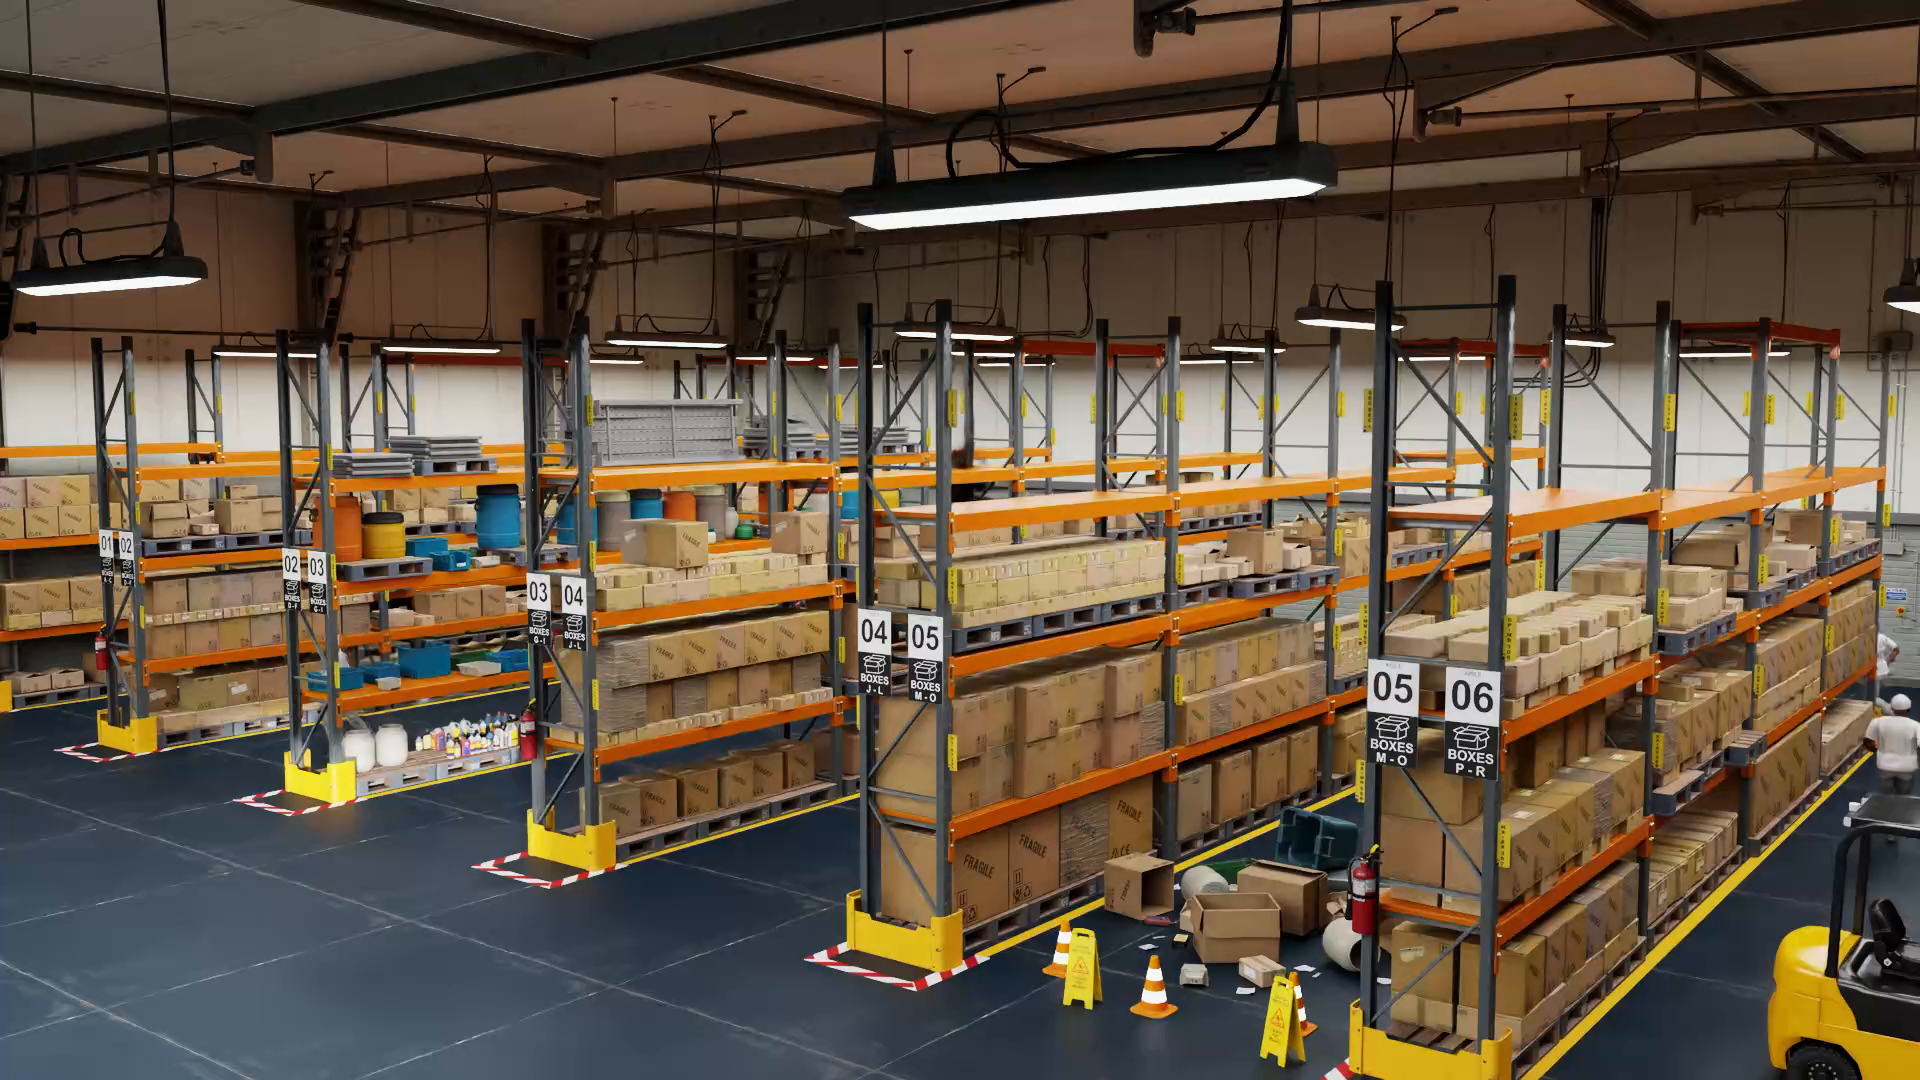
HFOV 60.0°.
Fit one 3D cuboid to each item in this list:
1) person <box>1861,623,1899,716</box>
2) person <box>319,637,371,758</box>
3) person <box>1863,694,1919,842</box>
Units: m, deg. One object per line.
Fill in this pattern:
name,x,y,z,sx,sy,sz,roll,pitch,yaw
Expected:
person,14.084,2.077,25.632,0.698,1.764,0.918,-2,5,-25
person,-8.809,2.229,23.719,0.864,1.816,0.653,-5,7,-44
person,10.816,2.633,19.217,0.686,1.722,0.589,4,7,41
